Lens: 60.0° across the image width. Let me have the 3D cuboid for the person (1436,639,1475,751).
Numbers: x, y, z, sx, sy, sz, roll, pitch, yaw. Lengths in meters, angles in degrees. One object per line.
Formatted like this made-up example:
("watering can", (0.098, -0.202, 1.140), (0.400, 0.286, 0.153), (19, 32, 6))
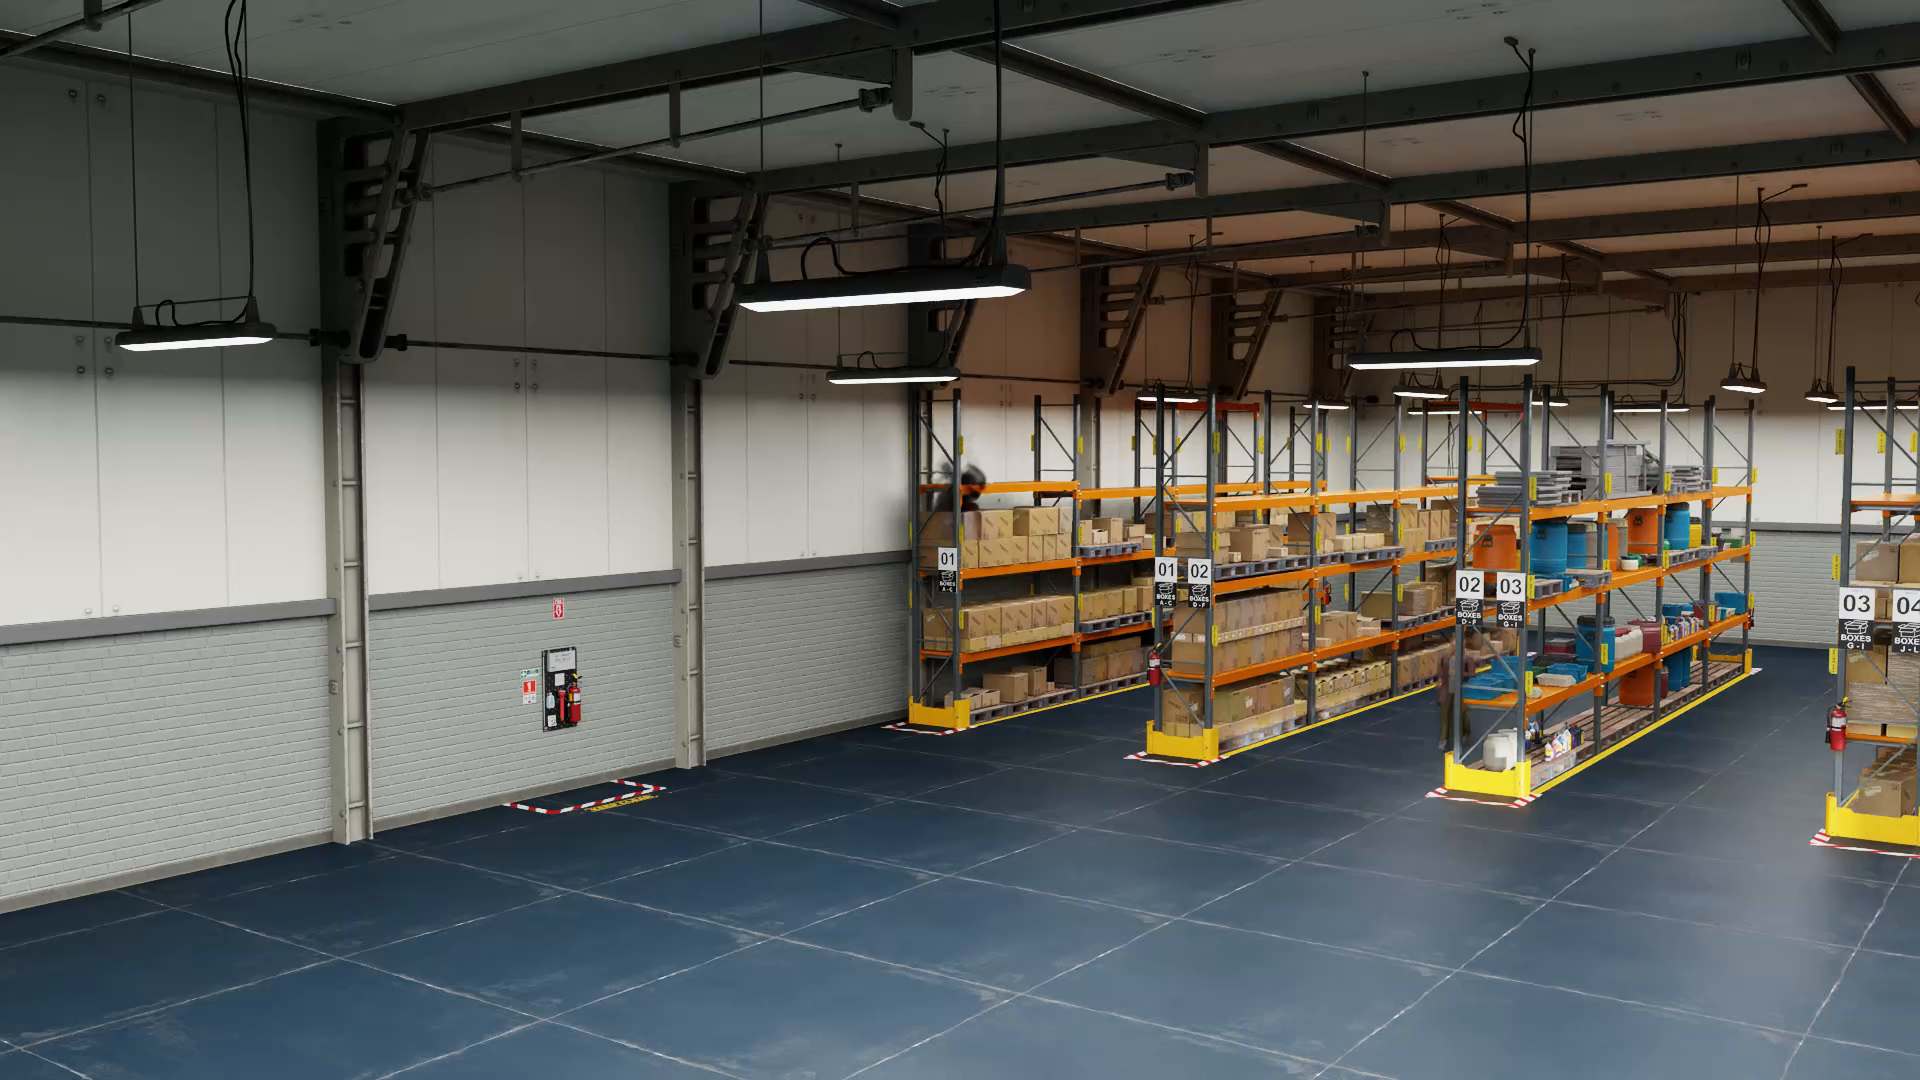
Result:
("person", (8.168, 2.523, 27.432), (0.691, 1.793, 1.024), (2, 4, 34))
